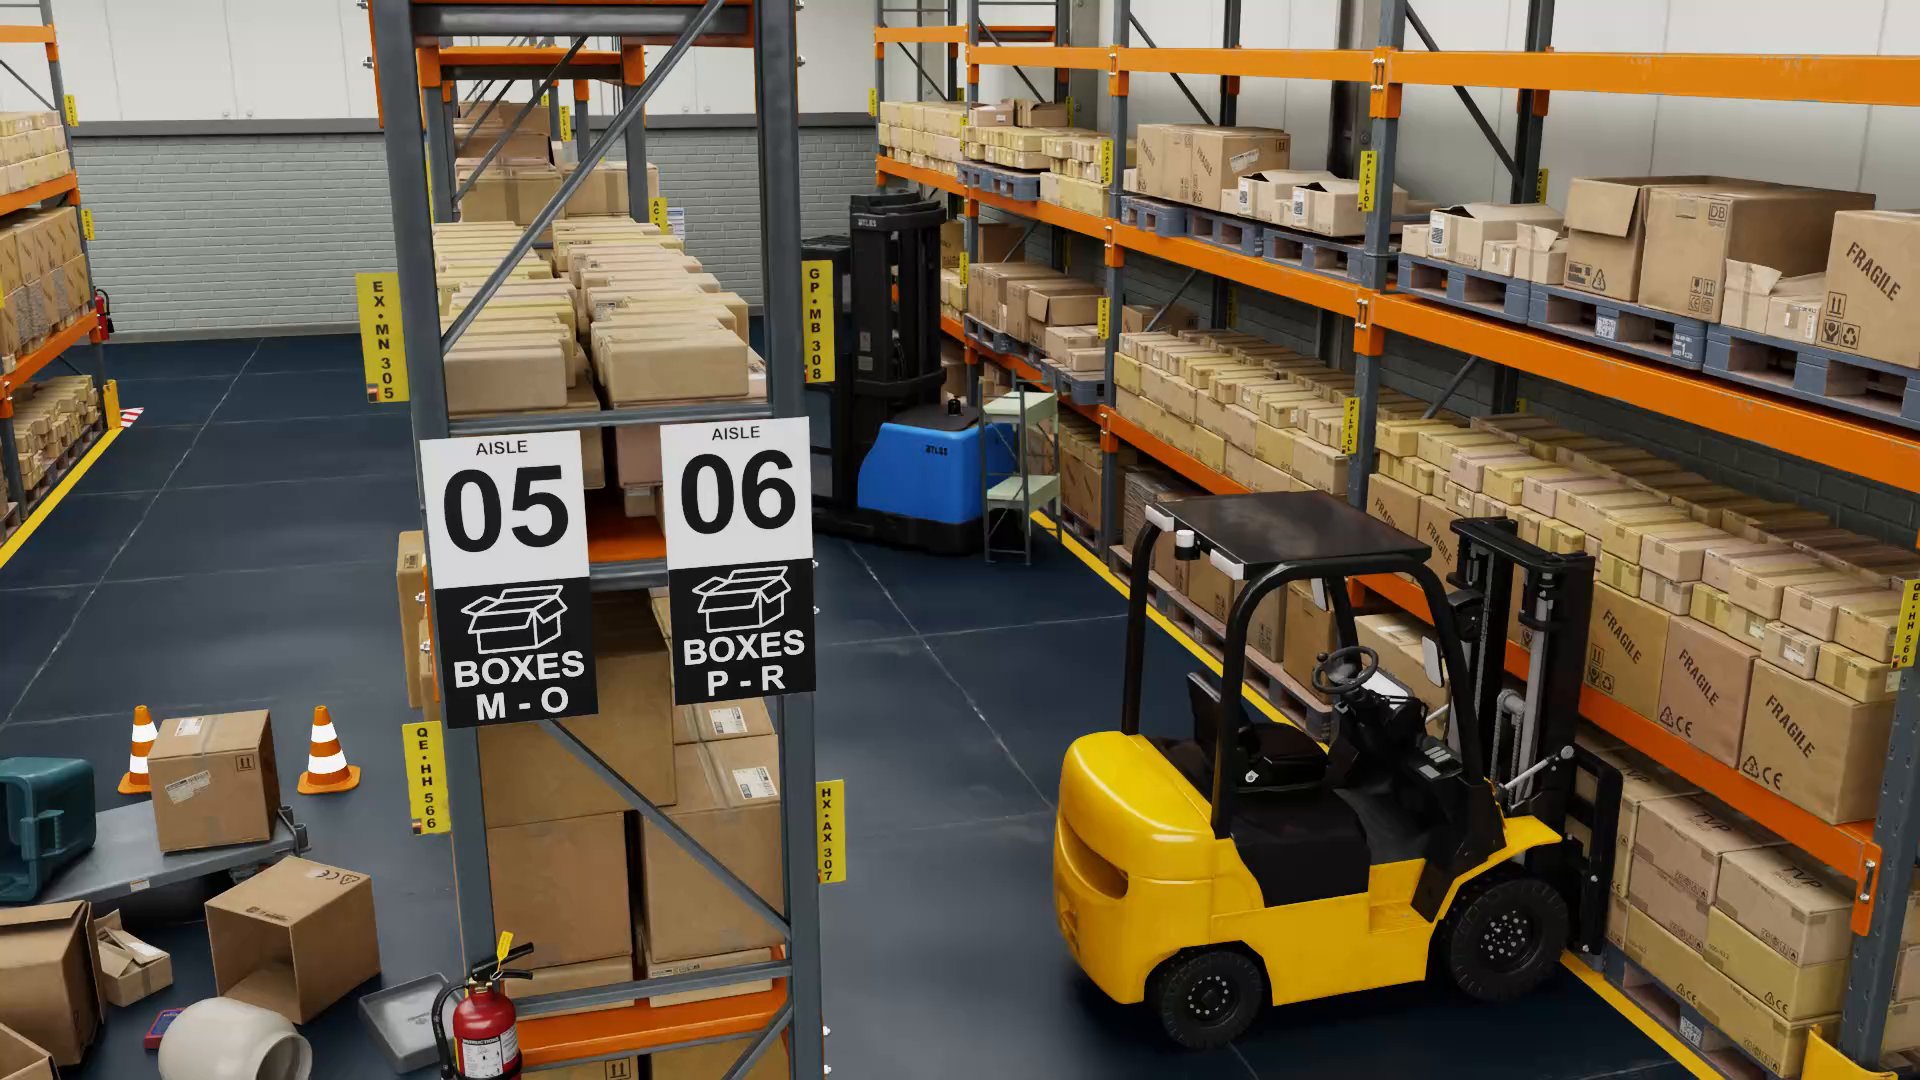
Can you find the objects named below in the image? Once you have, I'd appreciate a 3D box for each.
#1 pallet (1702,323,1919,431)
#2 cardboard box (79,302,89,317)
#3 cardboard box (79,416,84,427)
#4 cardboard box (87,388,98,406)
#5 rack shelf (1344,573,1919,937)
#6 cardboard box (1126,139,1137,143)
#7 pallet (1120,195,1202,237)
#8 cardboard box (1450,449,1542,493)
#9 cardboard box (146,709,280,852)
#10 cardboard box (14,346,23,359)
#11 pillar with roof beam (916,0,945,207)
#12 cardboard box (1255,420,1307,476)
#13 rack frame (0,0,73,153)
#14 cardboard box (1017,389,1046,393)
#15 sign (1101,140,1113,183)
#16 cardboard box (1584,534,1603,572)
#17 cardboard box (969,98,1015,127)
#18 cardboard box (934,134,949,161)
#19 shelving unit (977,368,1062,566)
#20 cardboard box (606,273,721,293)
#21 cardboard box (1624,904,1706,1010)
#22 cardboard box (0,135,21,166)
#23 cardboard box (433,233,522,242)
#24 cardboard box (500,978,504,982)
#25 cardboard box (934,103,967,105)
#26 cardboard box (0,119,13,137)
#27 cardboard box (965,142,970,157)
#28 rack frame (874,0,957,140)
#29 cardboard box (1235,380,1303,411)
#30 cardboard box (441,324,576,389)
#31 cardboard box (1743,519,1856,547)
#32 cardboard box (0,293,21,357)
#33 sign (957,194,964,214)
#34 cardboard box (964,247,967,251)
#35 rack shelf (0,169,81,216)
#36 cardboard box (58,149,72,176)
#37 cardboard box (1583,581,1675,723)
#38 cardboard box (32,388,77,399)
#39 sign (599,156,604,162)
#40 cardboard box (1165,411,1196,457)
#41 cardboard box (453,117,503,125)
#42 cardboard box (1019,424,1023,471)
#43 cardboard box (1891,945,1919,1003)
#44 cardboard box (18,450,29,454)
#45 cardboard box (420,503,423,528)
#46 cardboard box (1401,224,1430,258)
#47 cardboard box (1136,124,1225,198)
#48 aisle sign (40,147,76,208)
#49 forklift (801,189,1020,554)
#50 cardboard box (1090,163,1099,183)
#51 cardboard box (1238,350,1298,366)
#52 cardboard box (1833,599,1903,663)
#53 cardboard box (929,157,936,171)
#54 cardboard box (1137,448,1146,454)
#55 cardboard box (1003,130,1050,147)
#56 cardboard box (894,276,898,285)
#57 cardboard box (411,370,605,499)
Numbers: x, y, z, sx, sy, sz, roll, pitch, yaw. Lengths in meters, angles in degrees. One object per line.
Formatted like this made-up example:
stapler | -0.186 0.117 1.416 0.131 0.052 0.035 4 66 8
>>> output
pallet | 3.693 -0.670 6.408 1.003 0.211 1.213 -5 17 -15
cardboard box | -9.676 -2.503 18.007 0.380 0.149 0.250 -5 17 -15
cardboard box | -9.535 -1.255 17.640 0.380 0.149 0.250 -5 17 -16
cardboard box | -9.618 -1.546 18.093 0.380 0.149 0.250 -5 17 -17
rack shelf | 3.313 0.713 8.114 1.077 0.370 4.000 -5 17 -15
cardboard box | 1.598 -3.324 14.139 0.380 0.149 0.250 -4 17 -13
pallet | 1.936 -2.456 12.530 1.213 0.211 1.003 -4 17 -13
cardboard box | 2.775 -0.359 8.616 0.380 0.149 0.250 -4 17 -14
cardboard box | -3.711 1.193 8.297 0.500 0.500 0.500 -5 17 -15
cardboard box | -9.037 -1.779 15.598 0.380 0.149 0.250 -6 18 -18
pillar with roof beam | -4.548 -6.854 21.626 9.100 9.000 0.400 -5 17 -15
cardboard box | 2.234 -0.609 10.658 0.500 0.250 0.500 -5 17 -17
rack frame | -10.038 -5.564 17.333 1.000 3.000 0.127 -5 17 -15
cardboard box | 0.728 -1.376 16.308 0.380 0.149 0.250 -5 17 -16
sign | 1.142 -2.933 12.889 0.100 0.325 0.005 -5 17 -15
cardboard box | 3.140 0.061 7.735 0.380 0.149 0.250 -5 17 -16
cardboard box | 0.312 -4.193 16.277 0.396 0.266 0.258 -5 17 -16
cardboard box | 0.038 -4.161 17.620 0.500 0.250 0.500 -5 18 -17
shelving unit | 0.510 -0.624 13.884 0.431 1.500 0.755 4 17 24
cardboard box | -1.055 -0.855 5.920 0.380 0.149 0.250 -4 17 -14
cardboard box | 3.302 1.794 7.314 0.500 0.250 0.500 -5 17 -15
cardboard box | -9.097 -3.619 15.465 0.500 0.250 0.500 -4 17 -14
cardboard box | -2.072 -1.233 7.179 0.380 0.149 0.250 -5 18 -17
cardboard box | -1.394 1.288 5.387 0.380 0.149 0.250 -5 17 -16
cardboard box | -0.002 -5.006 19.563 0.500 0.250 0.500 -5 17 -17
cardboard box | -9.101 -3.847 15.528 0.380 0.149 0.250 -4 17 -12
cardboard box | 0.264 -3.849 16.369 0.380 0.149 0.250 -4 17 -14
rack frame | -0.535 -6.377 20.039 1.000 3.000 0.127 -5 17 -15
cardboard box | 2.076 -0.971 11.169 0.380 0.149 0.250 -5 17 -15
cardboard box | -1.320 -0.527 4.830 0.380 0.149 0.250 -4 17 -14
cardboard box | 3.700 0.024 7.341 0.380 0.149 0.250 -4 17 -14
cardboard box | -8.832 -1.932 14.978 0.500 0.500 0.500 -5 17 -16
sign | 0.005 -4.248 20.818 0.100 0.325 0.005 -5 17 -15
cardboard box | -0.153 -3.468 20.527 0.500 0.250 0.500 -4 17 -14
rack shelf | -9.488 -3.230 16.027 1.077 0.370 4.000 -5 17 -15
cardboard box | -9.658 -3.951 17.437 0.500 0.250 0.500 -5 17 -16
cardboard box | 3.200 0.473 7.490 0.500 0.500 0.500 -5 17 -16
cardboard box | -9.431 -1.473 17.333 0.380 0.149 0.250 -5 18 -17
sign | -2.585 -2.624 11.861 0.100 0.325 0.005 -5 17 -15
cardboard box | 1.833 -0.796 12.147 0.500 0.250 0.500 -5 18 -17
cardboard box | -4.243 -3.423 14.515 0.500 0.500 0.500 -5 17 -16
cardboard box | 0.770 -0.965 16.065 0.500 0.500 0.500 -5 17 -17
cardboard box | 3.933 1.652 6.920 0.500 0.250 0.500 -4 17 -14
cardboard box | -8.886 -0.751 15.447 0.380 0.149 0.250 -5 17 -15
cardboard box | -1.865 -0.037 6.933 0.700 0.500 0.500 -5 17 -16
cardboard box | 2.595 -1.602 8.889 0.380 0.149 0.250 -4 17 -14
cardboard box | 1.629 -2.805 12.284 0.500 0.500 0.500 -5 17 -15
aisle sign | -9.769 -3.980 17.969 0.394 0.787 0.004 -5 17 -15
forklift | -0.980 -1.590 14.651 3.031 2.935 1.130 11 20 32
cardboard box | 1.283 -2.999 13.575 0.380 0.149 0.250 -5 17 -17
cardboard box | 2.271 -1.295 12.247 0.380 0.149 0.250 -5 17 -16
cardboard box | 3.561 0.339 6.293 0.380 0.149 0.250 -5 17 -15
cardboard box | -0.131 -4.146 18.264 0.380 0.149 0.250 -5 17 -15
cardboard box | 1.773 -0.850 14.555 0.380 0.149 0.250 -4 17 -14
cardboard box | 0.619 -3.711 15.394 0.380 0.149 0.250 -4 17 -14
cardboard box | -0.594 -3.204 20.341 0.380 0.149 0.250 -4 17 -14
cardboard box | -1.309 -0.312 4.806 0.500 0.250 0.500 -5 17 -16
